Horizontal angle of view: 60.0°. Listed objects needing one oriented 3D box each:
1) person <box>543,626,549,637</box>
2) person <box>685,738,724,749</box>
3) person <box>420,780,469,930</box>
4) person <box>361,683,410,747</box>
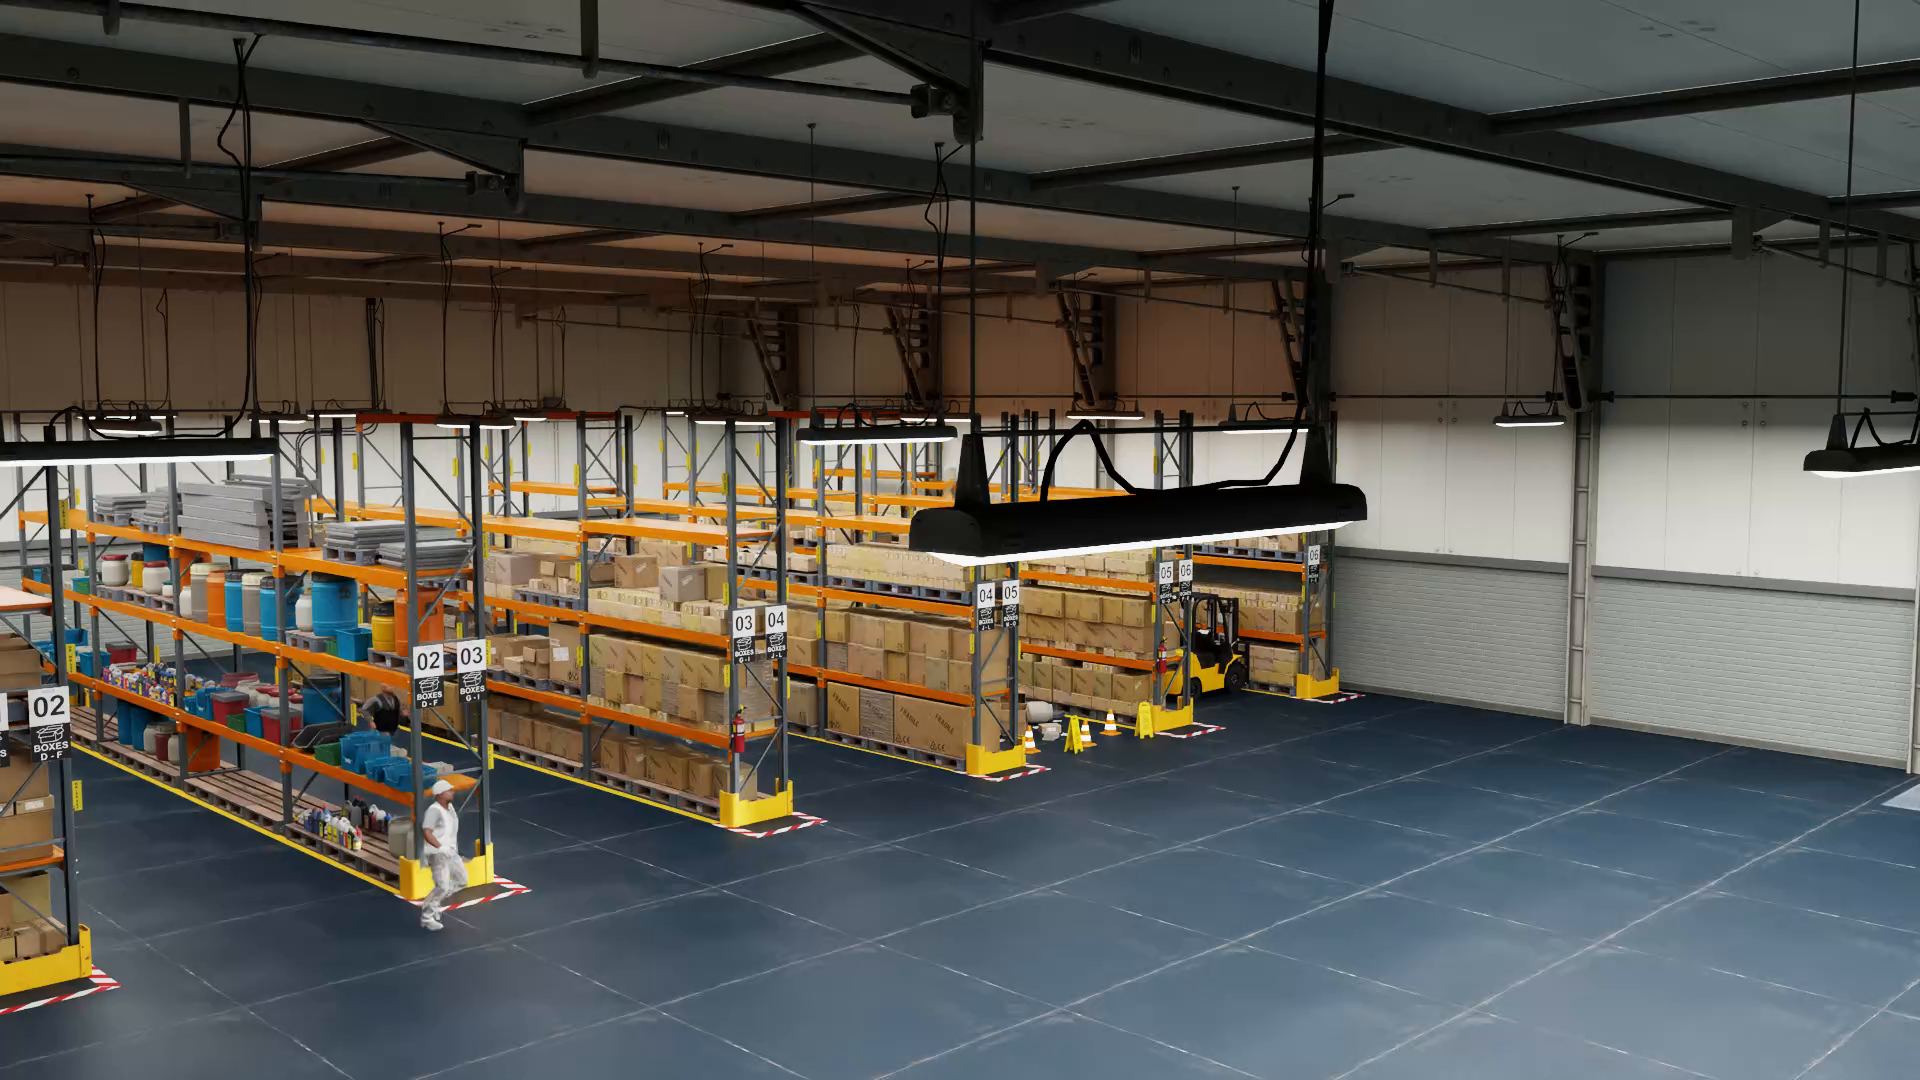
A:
[{"bbox_3d":[-10.129,1.895,41.721,0.602,1.659,0.813,5,7,43],"label":"person"},{"bbox_3d":[-4.589,2.894,29.818,0.904,1.655,0.581,2,5,25],"label":"person"},{"bbox_3d":[-6.163,3.739,19.944,0.518,1.714,0.743,1,5,7],"label":"person"},{"bbox_3d":[-9.335,3.143,27.065,0.797,1.756,0.657,2,5,26],"label":"person"}]
